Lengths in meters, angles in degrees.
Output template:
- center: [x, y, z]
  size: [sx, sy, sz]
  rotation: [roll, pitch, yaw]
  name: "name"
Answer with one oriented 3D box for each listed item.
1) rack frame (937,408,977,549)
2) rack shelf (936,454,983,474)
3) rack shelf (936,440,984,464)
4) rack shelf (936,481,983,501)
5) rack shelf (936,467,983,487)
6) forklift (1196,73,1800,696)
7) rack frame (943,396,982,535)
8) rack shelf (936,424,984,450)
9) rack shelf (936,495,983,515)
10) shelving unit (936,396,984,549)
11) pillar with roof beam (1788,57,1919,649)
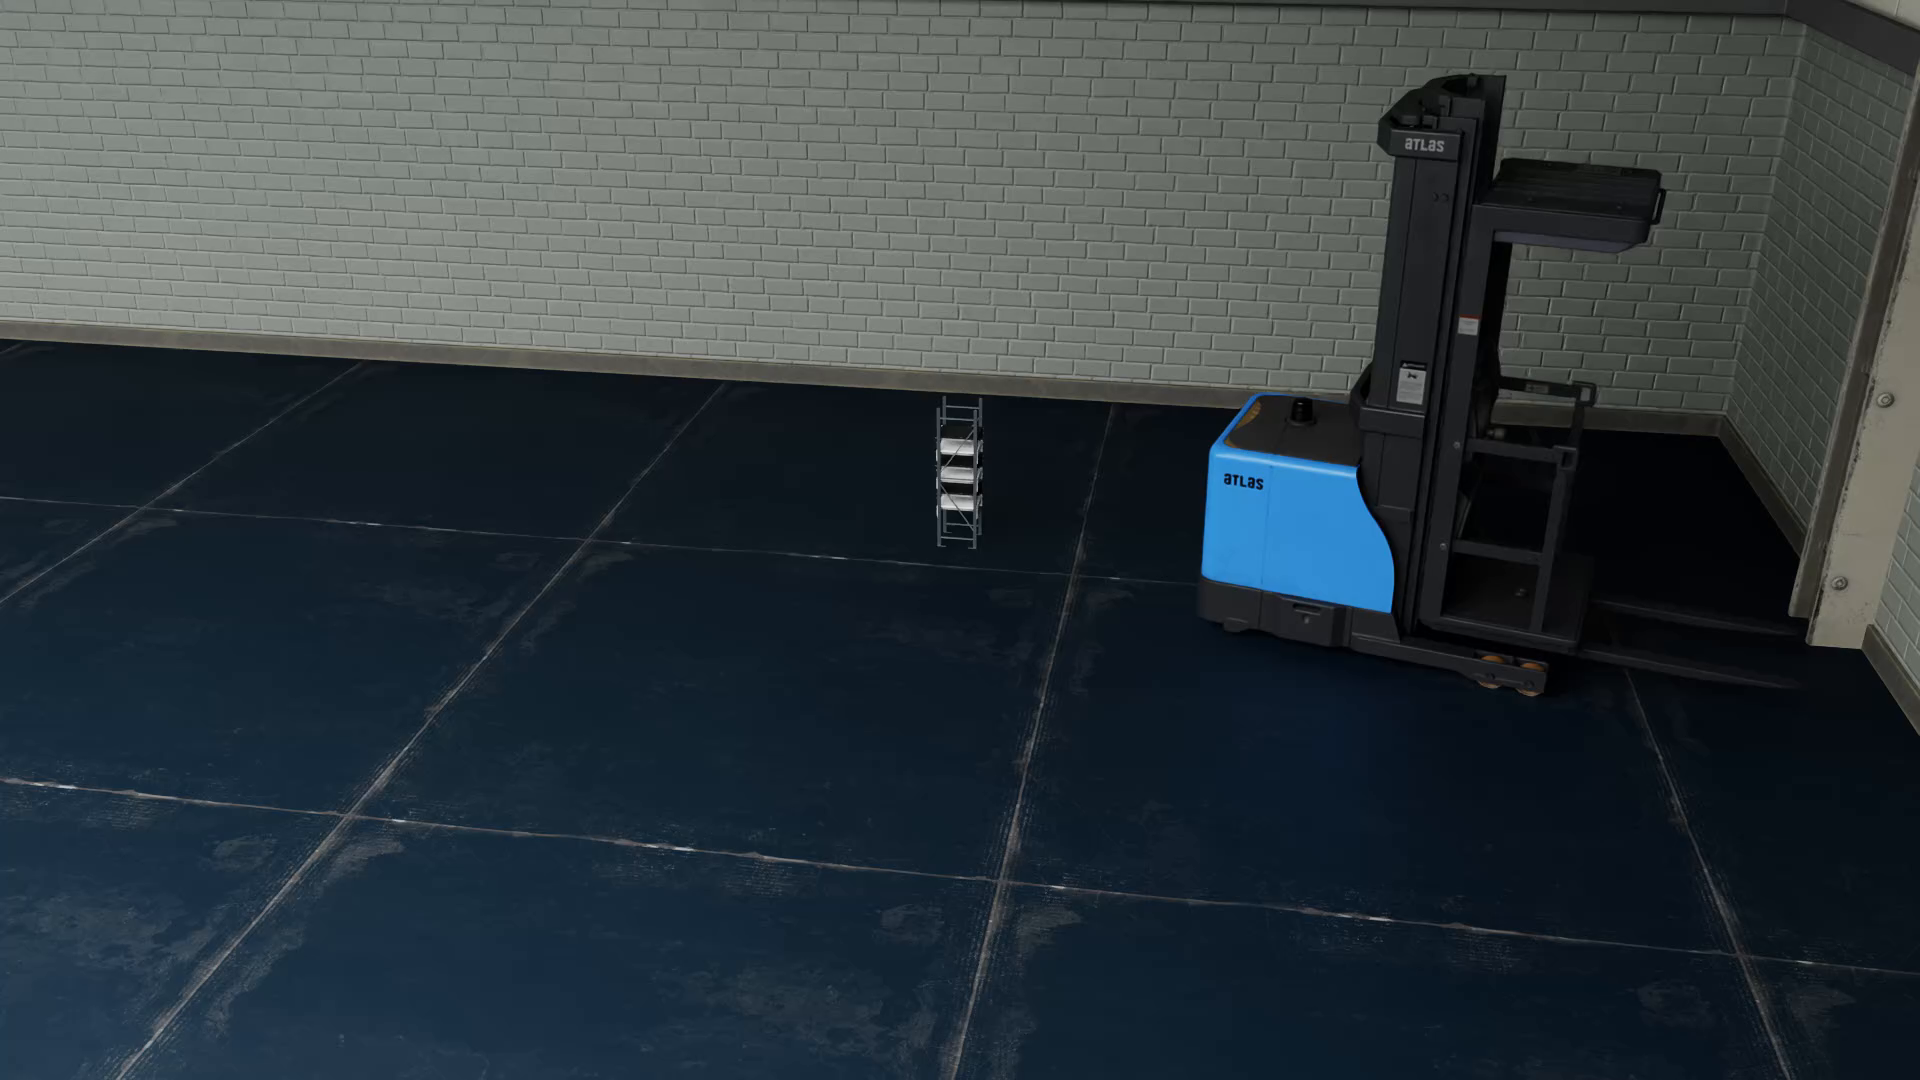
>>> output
- center: [-0.018, -0.362, 9.961]
  size: [0.240, 0.900, 0.006]
  rotation: [4, 25, 9]
  name: "rack frame"
- center: [-0.001, -0.455, 10.028]
  size: [0.258, 0.077, 0.200]
  rotation: [4, 25, 9]
  name: "rack shelf"
- center: [-0.001, -0.537, 9.990]
  size: [0.258, 0.077, 0.200]
  rotation: [4, 25, 9]
  name: "rack shelf"
- center: [-0.001, -0.292, 10.104]
  size: [0.258, 0.077, 0.200]
  rotation: [4, 25, 9]
  name: "rack shelf"
- center: [-0.001, -0.374, 10.066]
  size: [0.258, 0.077, 0.200]
  rotation: [4, 25, 9]
  name: "rack shelf"
- center: [2.873, -0.783, 8.466]
  size: [3.031, 2.935, 1.130]
  rotation: [11, 27, 21]
  name: "forklift"
- center: [0.015, -0.447, 10.143]
  size: [0.240, 0.900, 0.006]
  rotation: [4, 25, 9]
  name: "rack frame"
- center: [-0.001, -0.619, 9.952]
  size: [0.258, 0.077, 0.200]
  rotation: [4, 25, 9]
  name: "rack shelf"
- center: [-0.001, -0.211, 10.142]
  size: [0.258, 0.077, 0.200]
  rotation: [4, 25, 9]
  name: "rack shelf"
- center: [-0.001, -0.404, 10.052]
  size: [0.258, 0.900, 0.210]
  rotation: [4, 25, 9]
  name: "shelving unit"
- center: [0.542, -3.876, 7.915]
  size: [9.100, 9.000, 0.400]
  rotation: [4, 25, 9]
  name: "pillar with roof beam"
